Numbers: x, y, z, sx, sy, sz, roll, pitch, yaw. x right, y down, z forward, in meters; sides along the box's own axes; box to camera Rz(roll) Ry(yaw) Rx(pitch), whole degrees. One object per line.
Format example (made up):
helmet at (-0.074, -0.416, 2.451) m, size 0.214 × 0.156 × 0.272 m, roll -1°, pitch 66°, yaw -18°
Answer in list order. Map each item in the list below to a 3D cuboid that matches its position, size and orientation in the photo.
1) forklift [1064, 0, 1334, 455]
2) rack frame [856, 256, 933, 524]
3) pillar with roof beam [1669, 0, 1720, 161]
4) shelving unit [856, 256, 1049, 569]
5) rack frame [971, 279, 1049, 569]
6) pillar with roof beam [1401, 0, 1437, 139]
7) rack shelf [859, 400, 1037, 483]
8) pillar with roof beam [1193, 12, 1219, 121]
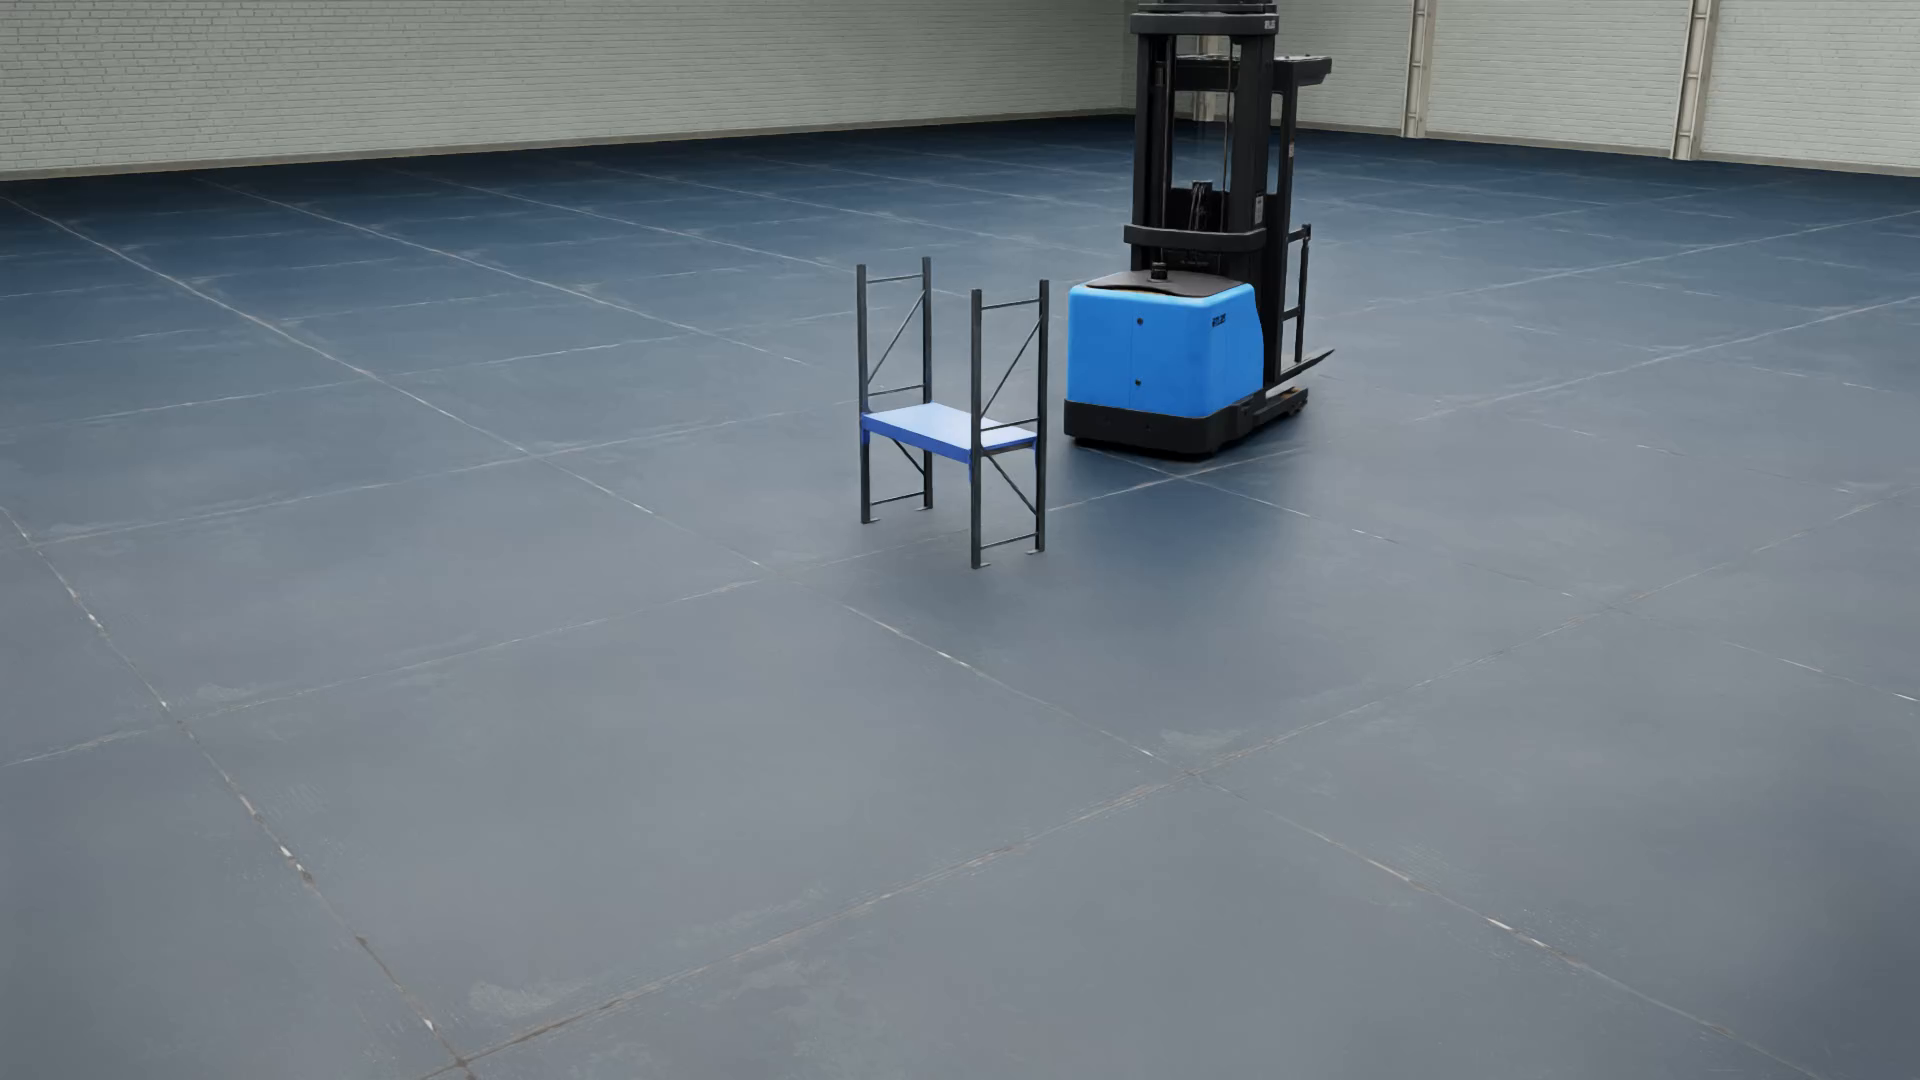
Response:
forklift at (1.909, -2.362, 11.833) m, size 1.130 × 2.935 × 3.031 m, roll 11°, pitch 21°, yaw 30°
rack frame at (-0.369, -0.858, 9.568) m, size 0.500 × 1.500 × 0.032 m, roll -14°, pitch 23°, yaw -36°
pillar with roof beam at (9.834, -10.378, 26.388) m, size 9.100 × 9.000 × 0.400 m, roll -14°, pitch 23°, yaw -36°
shelving unit at (-0.053, -0.733, 9.190) m, size 0.538 × 1.500 × 1.048 m, roll -14°, pitch 23°, yaw -36°
rack frame at (0.263, -0.608, 8.812) m, size 0.500 × 1.500 × 0.032 m, roll -14°, pitch 23°, yaw -36°
pillar with roof beam at (6.108, -11.856, 30.853) m, size 9.100 × 9.000 × 0.400 m, roll -14°, pitch 23°, yaw -36°
rack shelf at (-0.053, -0.562, 9.247) m, size 0.538 × 0.185 × 1.000 m, roll -14°, pitch 23°, yaw -36°
pillar with roof beam at (2.383, -13.335, 35.318) m, size 9.100 × 9.000 × 0.400 m, roll -14°, pitch 23°, yaw -36°
